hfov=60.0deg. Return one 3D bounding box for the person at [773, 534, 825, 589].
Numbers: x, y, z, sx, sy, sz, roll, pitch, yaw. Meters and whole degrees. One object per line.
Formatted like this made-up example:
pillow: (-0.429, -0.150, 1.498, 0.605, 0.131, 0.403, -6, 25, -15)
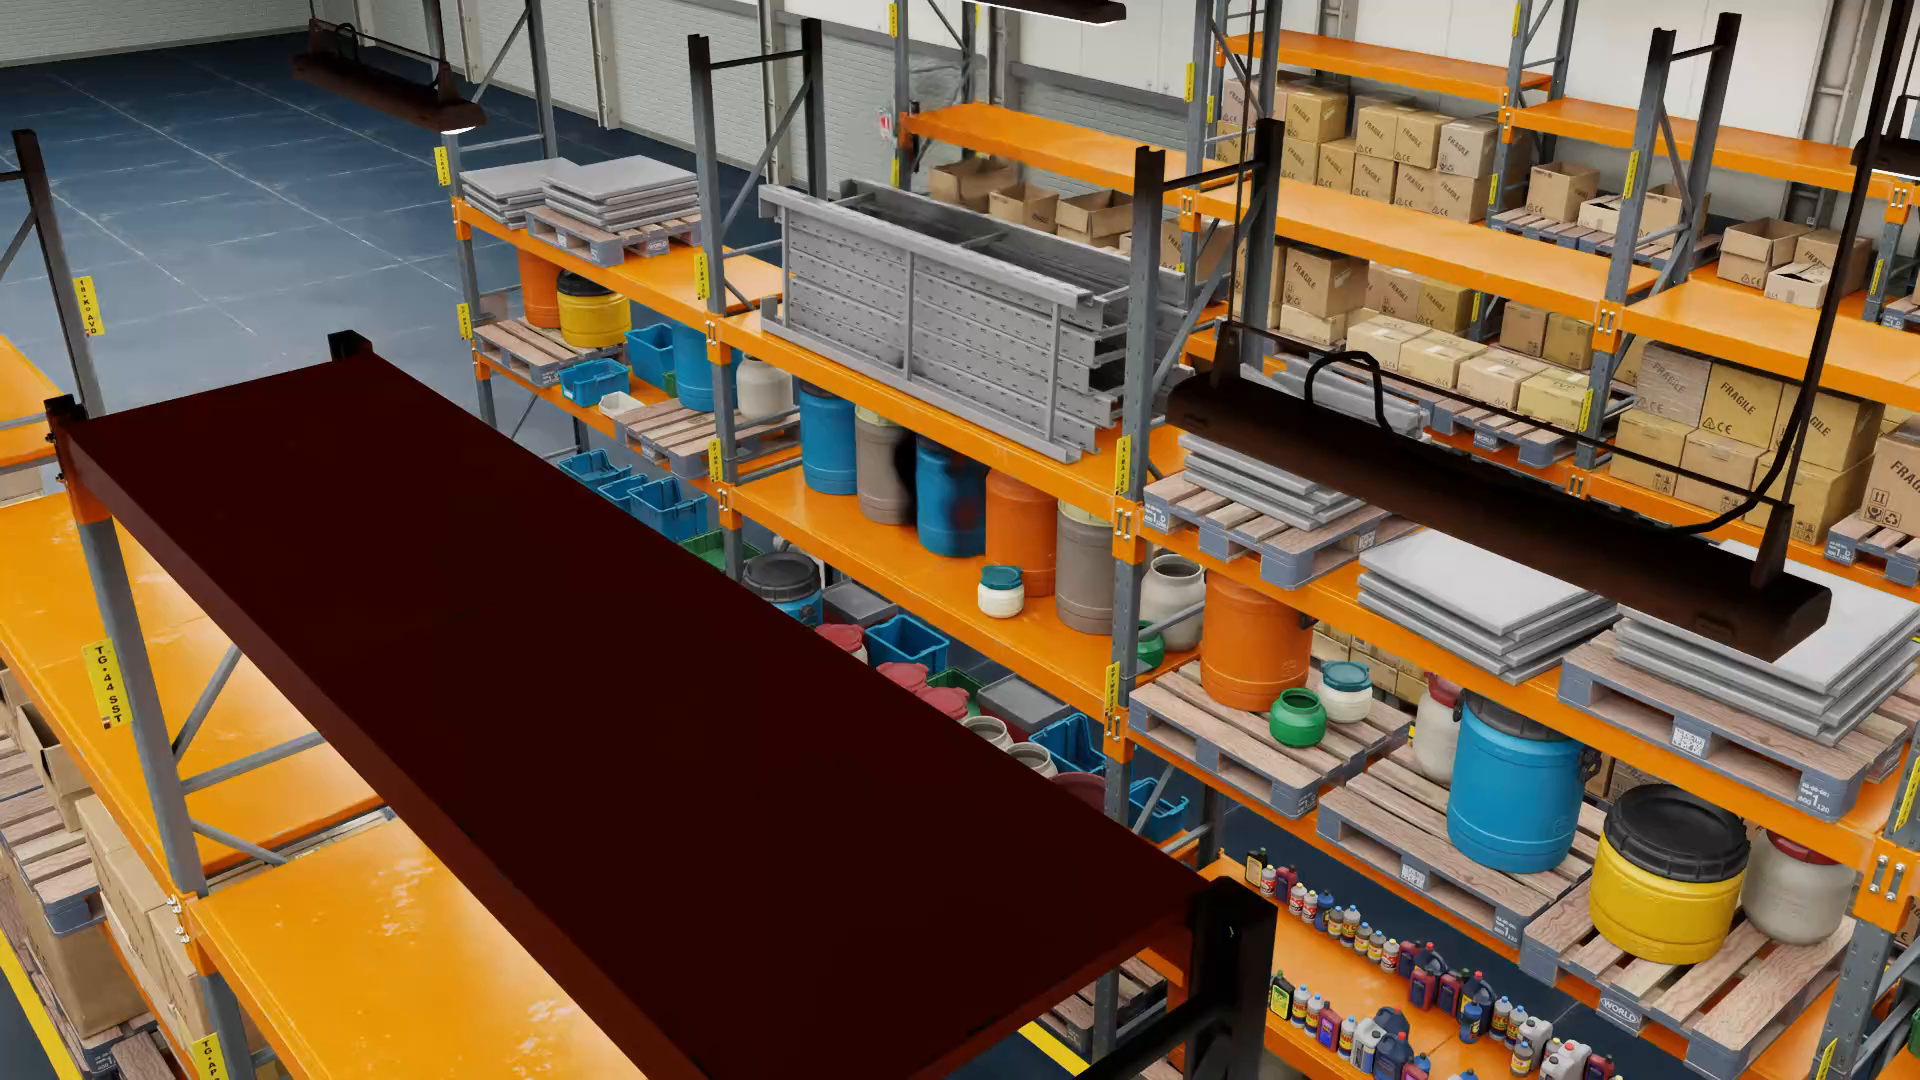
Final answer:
person: (-1.271, 0.292, 15.131, 0.838, 1.758, 0.614, -8, 28, -16)
